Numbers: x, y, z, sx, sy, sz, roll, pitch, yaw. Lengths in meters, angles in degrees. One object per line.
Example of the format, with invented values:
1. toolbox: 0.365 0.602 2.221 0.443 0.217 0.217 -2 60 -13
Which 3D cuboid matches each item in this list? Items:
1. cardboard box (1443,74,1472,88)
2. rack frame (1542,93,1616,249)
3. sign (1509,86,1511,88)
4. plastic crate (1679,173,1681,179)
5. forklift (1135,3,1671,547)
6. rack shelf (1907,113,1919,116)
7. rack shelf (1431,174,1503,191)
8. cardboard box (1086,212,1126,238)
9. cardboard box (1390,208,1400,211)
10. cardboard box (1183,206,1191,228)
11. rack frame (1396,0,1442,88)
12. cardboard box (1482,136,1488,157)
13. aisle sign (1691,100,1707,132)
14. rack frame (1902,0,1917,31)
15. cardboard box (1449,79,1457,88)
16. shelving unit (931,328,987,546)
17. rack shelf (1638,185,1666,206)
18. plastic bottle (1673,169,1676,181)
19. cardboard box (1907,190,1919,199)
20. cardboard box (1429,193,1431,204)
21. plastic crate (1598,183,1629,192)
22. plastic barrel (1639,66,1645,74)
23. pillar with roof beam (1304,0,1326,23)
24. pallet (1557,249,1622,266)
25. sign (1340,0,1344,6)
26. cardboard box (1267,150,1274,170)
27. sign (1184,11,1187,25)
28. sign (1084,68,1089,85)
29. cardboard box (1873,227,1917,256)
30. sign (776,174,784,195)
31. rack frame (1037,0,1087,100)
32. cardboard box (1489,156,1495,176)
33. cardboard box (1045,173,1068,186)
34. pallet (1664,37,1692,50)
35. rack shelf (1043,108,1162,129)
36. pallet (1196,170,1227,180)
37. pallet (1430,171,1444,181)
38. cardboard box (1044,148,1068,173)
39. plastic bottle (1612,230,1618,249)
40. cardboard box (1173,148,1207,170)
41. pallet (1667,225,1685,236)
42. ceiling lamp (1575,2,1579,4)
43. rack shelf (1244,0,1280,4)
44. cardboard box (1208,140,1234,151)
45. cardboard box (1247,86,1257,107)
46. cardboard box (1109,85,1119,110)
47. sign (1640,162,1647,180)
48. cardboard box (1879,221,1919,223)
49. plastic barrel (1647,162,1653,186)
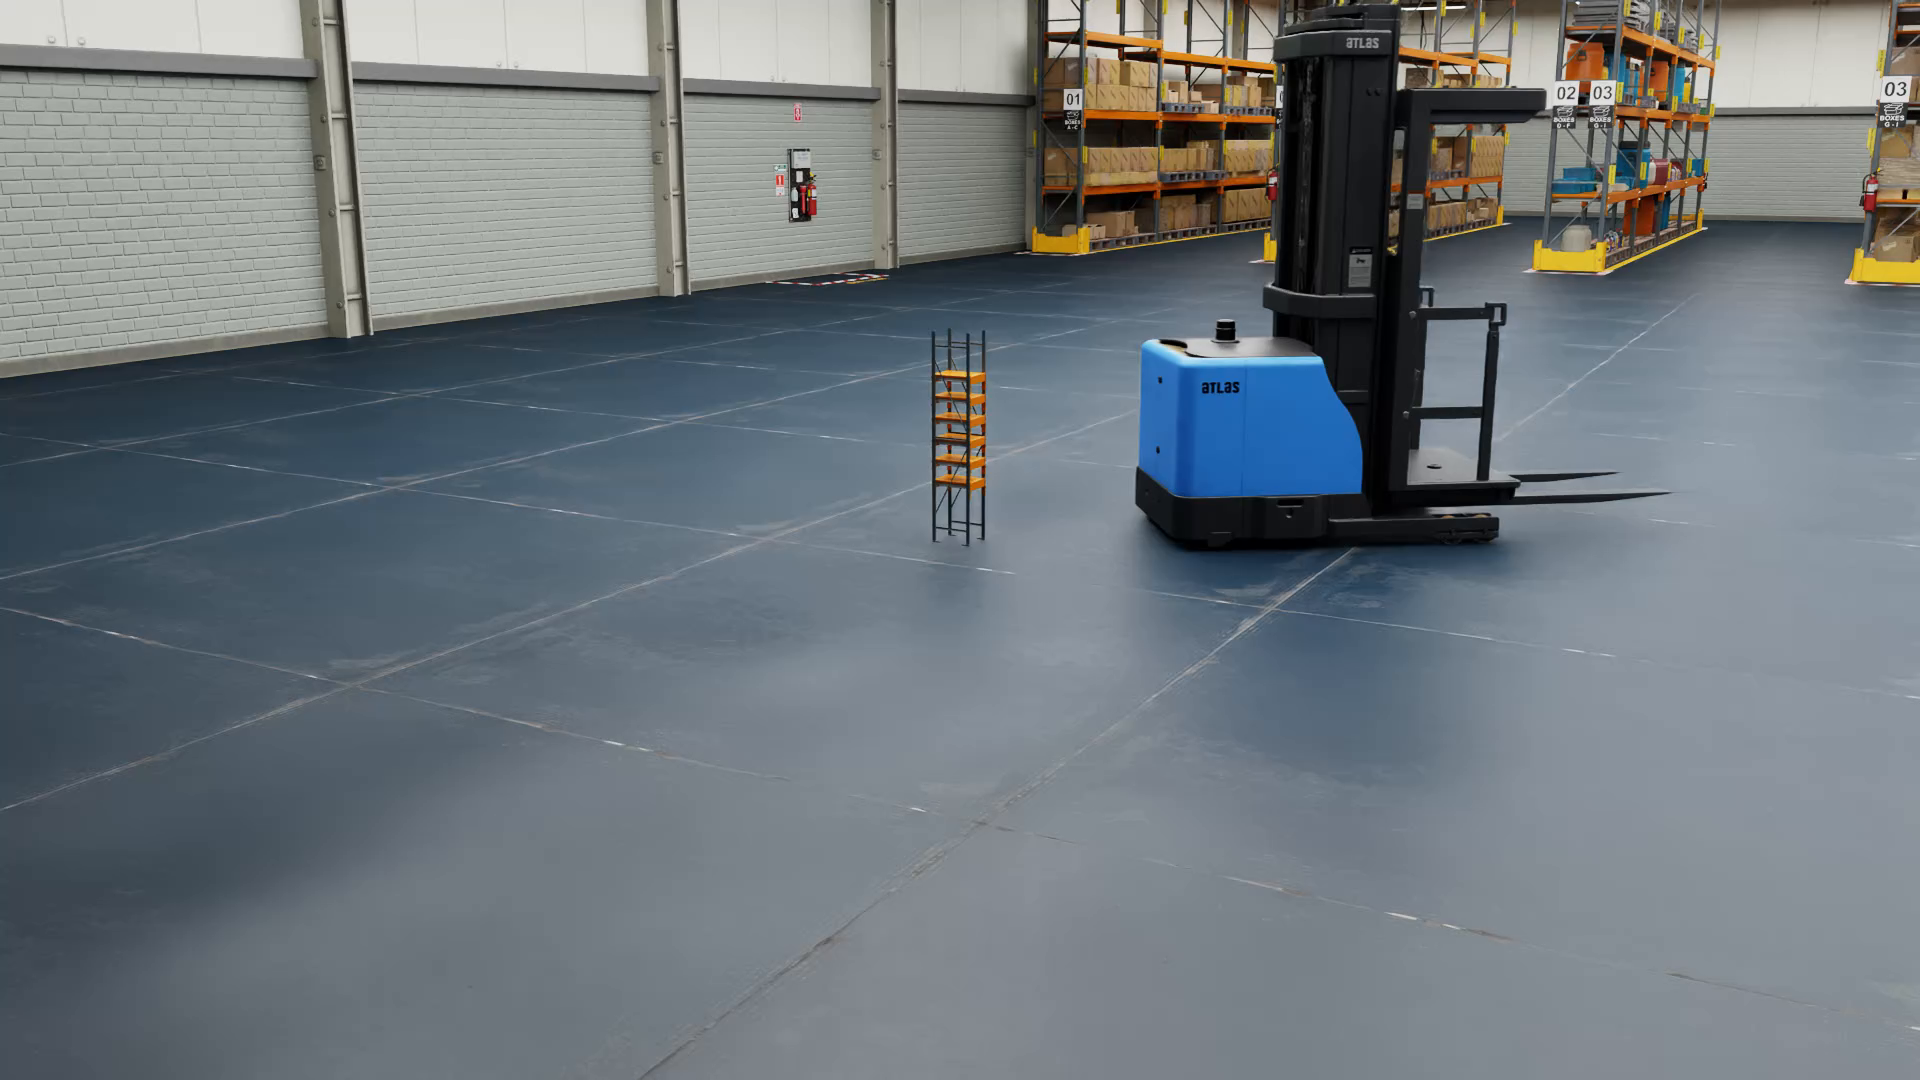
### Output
1. cardboard box: 12.346 -11.296 41.242 0.700 0.500 0.500 7 15 28
2. rack frame: 10.678 -6.175 28.747 1.000 3.000 0.127 7 15 28
3. sign: 14.554 -11.841 43.961 0.100 0.325 0.005 7 15 28
4. plastic crate: 16.829 -8.617 39.312 0.396 0.136 0.243 7 15 28
5. forklift: 2.625 -1.519 9.579 3.031 2.935 1.130 -2 14 -7
6. rack shelf: 17.914 -7.953 31.259 1.077 0.370 4.000 7 15 28
7. rack shelf: 13.111 -9.260 43.077 1.077 0.370 4.000 7 15 28
8. cardboard box: 3.093 -6.690 35.277 0.700 0.500 0.500 6 15 25
9. cardboard box: 9.437 -7.070 36.233 0.500 0.311 0.500 8 16 30
10. cardboard box: 5.004 -7.586 38.996 0.700 0.500 0.500 7 15 28
11. rack frame: 10.211 -11.295 37.183 1.000 3.000 0.127 7 15 28
12. cardboard box: 13.117 -10.010 42.307 0.500 0.500 0.500 7 15 26
13. aisle sign: 18.704 -10.703 41.982 0.394 0.787 0.004 7 15 28
14. rack frame: 22.748 -11.813 39.333 1.000 3.000 0.127 7 15 28
15. cardboard box: 11.533 -10.724 39.893 0.600 0.600 0.600 7 15 27
16. shelving unit: -0.007 -0.580 9.381 0.258 1.200 0.189 7 15 28
17. rack shelf: 13.578 -7.056 33.938 1.077 0.370 4.000 7 15 28
18. plastic bottle: 16.151 -8.281 37.747 0.152 0.276 0.135 7 15 28
19. cardboard box: 15.360 -5.523 26.580 0.380 0.149 0.250 7 15 28
20. cardboard box: 10.972 -8.183 39.869 0.500 0.250 0.500 7 15 27
21. plastic crate: 12.048 -6.506 30.682 0.530 0.136 0.437 7 15 28
22. plastic barrel: 13.958 -9.374 34.548 0.600 0.901 0.600 0 14 0
23. pillar with roof beam: 14.057 -13.661 46.997 9.100 9.000 0.548 7 15 28
24. pallet: 11.662 -5.256 30.884 1.003 0.211 1.213 7 15 28
25. sign: 7.796 -11.026 33.906 0.100 0.325 0.005 7 15 28
26. cardboard box: 7.804 -9.839 43.055 0.500 0.500 0.500 7 15 27
27. sign: 5.385 -12.449 39.638 0.100 0.325 0.005 7 15 28
28. sign: 2.480 -9.119 32.695 0.100 0.325 0.005 7 15 28
29. cardboard box: 16.449 -5.228 29.255 0.500 0.500 0.500 -12 18 -41
30. sign: -2.900 -5.721 26.788 0.001 0.329 0.234 7 15 28
31. rack frame: 2.005 -10.214 32.700 1.000 3.000 0.127 7 15 28
32. cardboard box: 13.606 -9.737 43.309 0.500 0.500 0.500 8 15 28
33. cardboard box: 2.062 -7.352 33.908 0.500 0.250 0.500 8 16 29
34. pallet: 14.921 -10.591 35.521 1.213 0.211 1.003 7 15 28
35. rack shelf: 2.972 -8.816 34.838 1.077 0.370 4.000 7 15 28
36. pallet: 5.621 -8.687 39.577 1.213 0.211 1.003 7 15 28
37. pallet: 10.477 -8.432 38.519 1.213 0.211 1.003 7 15 28
38. cardboard box: 2.047 -7.720 33.832 0.500 0.500 0.500 7 15 27
39. plastic bottle: 12.304 -5.651 31.289 0.144 0.351 0.185 7 15 28
40. cardboard box: 5.408 -8.986 39.255 0.700 0.500 0.500 6 15 23
41. pallet: 16.800 -7.437 39.930 1.003 0.211 1.213 7 15 28
42. ceiling lamp: 17.564 -16.040 44.413 2.000 3.185 0.800 7 15 28
43. rack shelf: 6.839 -13.532 40.905 1.077 0.370 4.000 7 15 28
44. cardboard box: 6.332 -9.576 40.364 0.500 0.250 0.500 8 16 29
45. cardboard box: 7.072 -11.191 41.999 0.700 0.500 0.500 7 15 27
46. cardboard box: 2.924 -9.068 34.089 0.500 0.500 0.500 8 16 31
47. sign: 13.088 -7.066 31.851 0.100 0.325 0.005 7 15 28
48. cardboard box: 17.780 -5.767 31.451 0.700 0.500 0.500 6 15 23
49. plastic barrel: 14.031 -7.549 34.208 0.421 0.512 0.421 0 14 0
